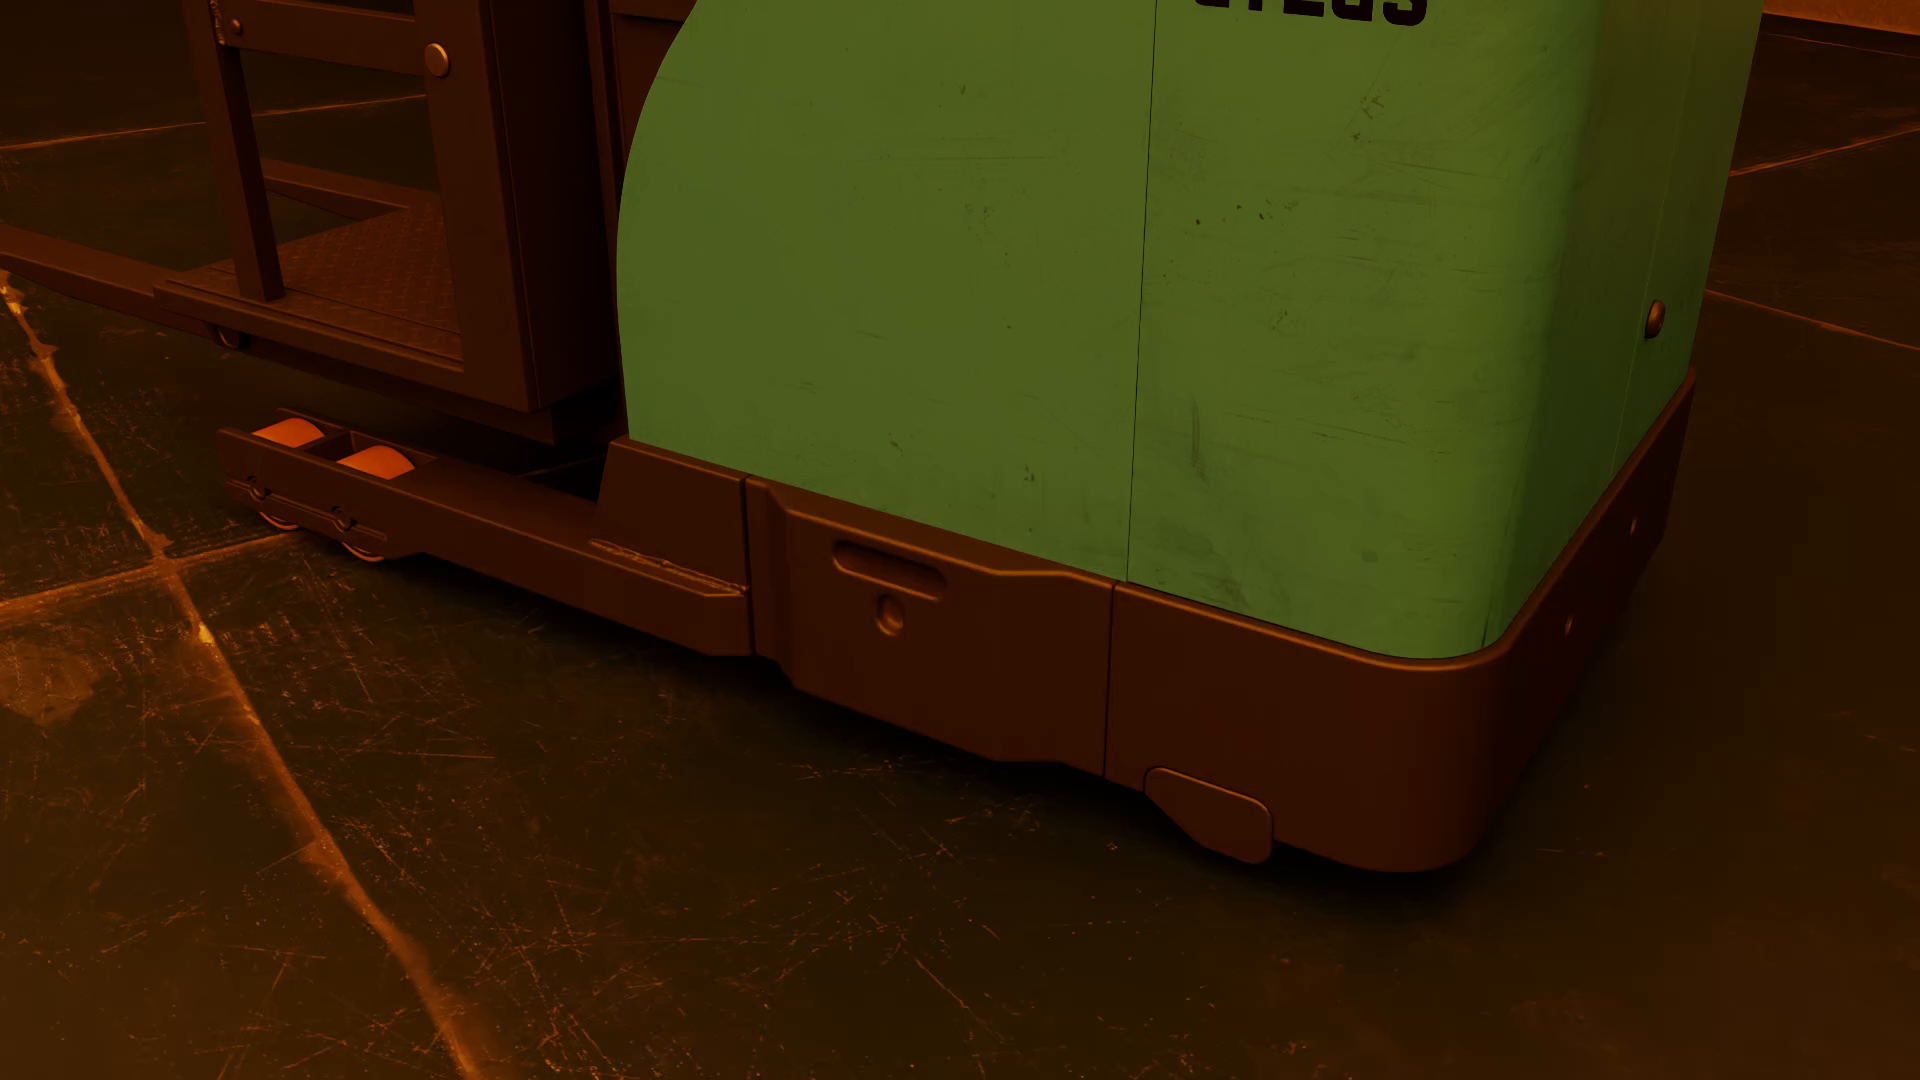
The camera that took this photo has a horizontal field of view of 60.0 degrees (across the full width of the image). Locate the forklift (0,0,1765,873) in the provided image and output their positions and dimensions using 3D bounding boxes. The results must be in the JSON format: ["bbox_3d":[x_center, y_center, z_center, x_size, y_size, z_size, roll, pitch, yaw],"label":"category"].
[{"bbox_3d":[-0.511,-1.459,2.139,3.031,2.935,1.130,16,31,29],"label":"forklift"}]
